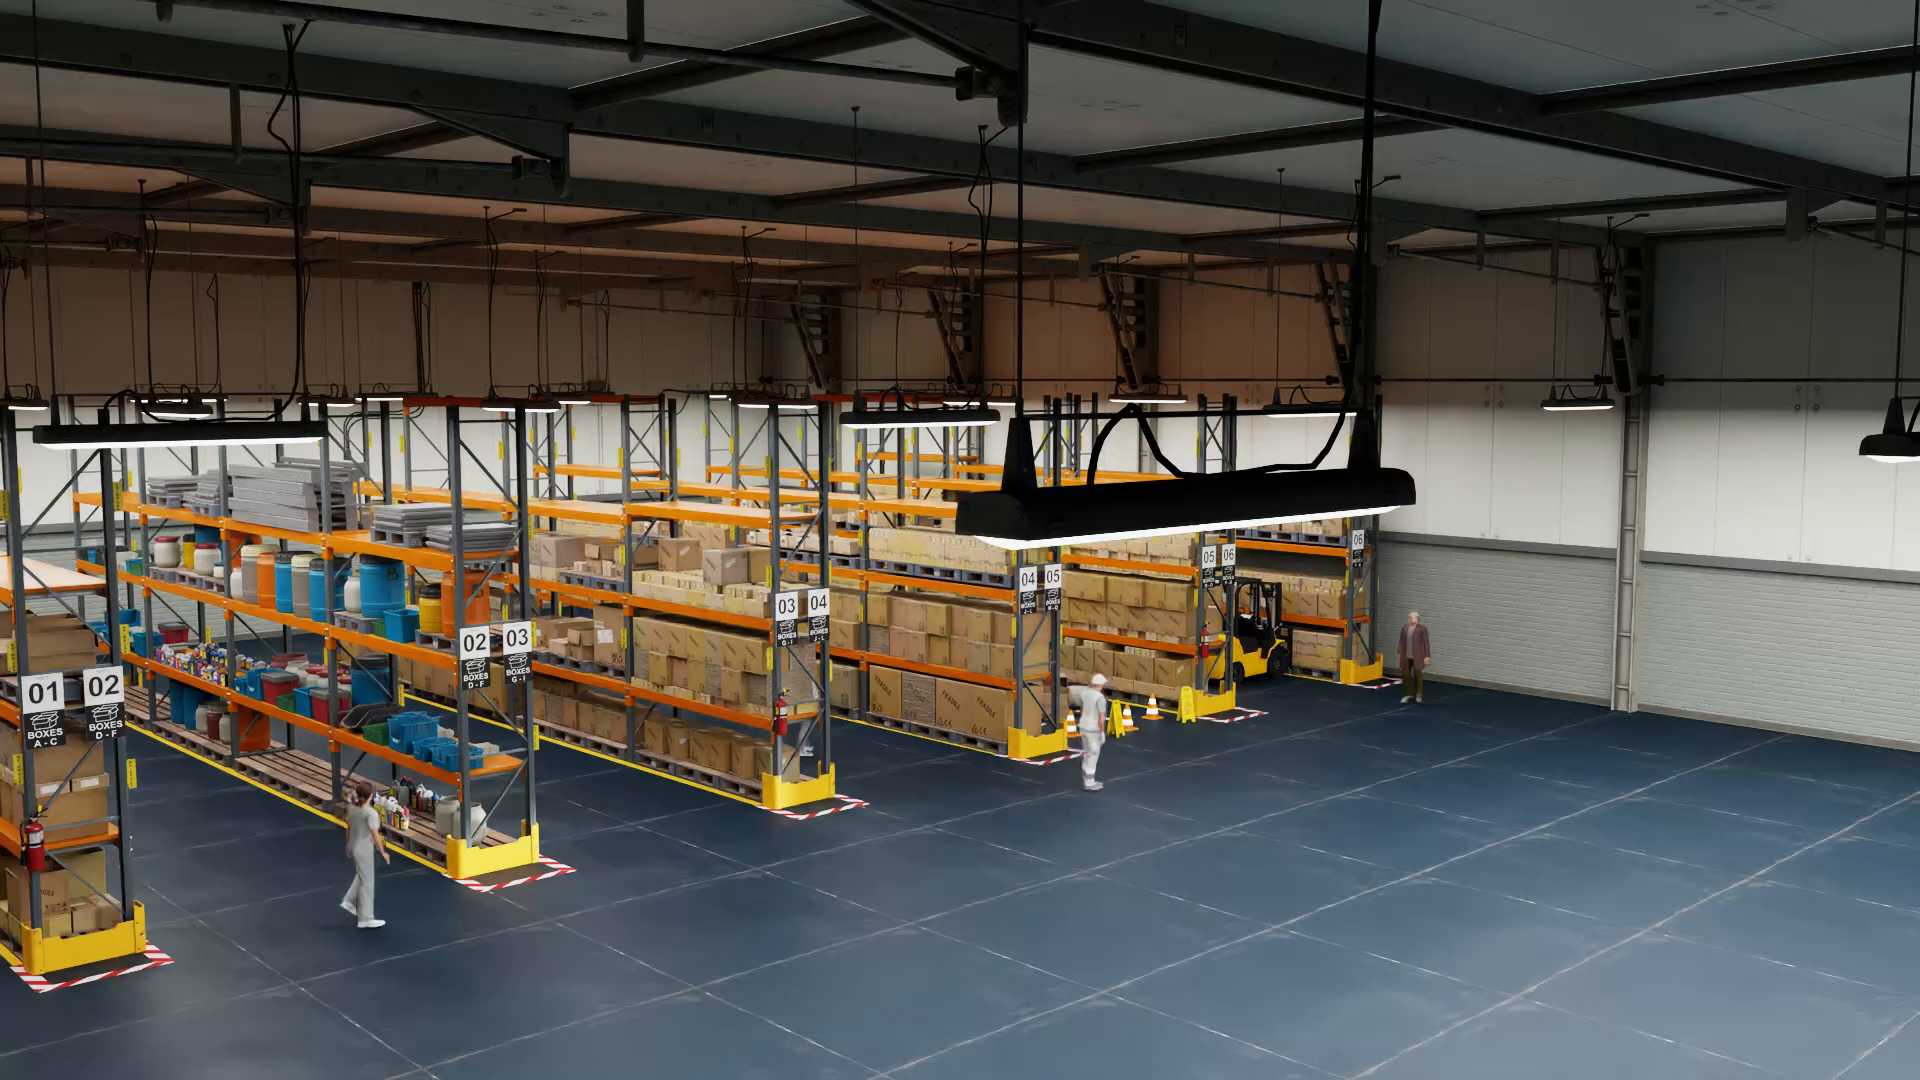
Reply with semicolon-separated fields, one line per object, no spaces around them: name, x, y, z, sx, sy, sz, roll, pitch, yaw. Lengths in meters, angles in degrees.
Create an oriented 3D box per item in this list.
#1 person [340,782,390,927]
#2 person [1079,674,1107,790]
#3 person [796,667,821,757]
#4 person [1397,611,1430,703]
person;-6.946;3.635;19.335;0.477;1.672;0.582;-5;7;-41
person;2.082;2.960;25.735;0.436;1.793;0.562;-3;6;-29
person;-2.594;2.841;28.099;0.565;1.598;0.590;-4;7;-34
person;8.886;2.330;32.577;0.676;1.777;0.400;4;7;35
